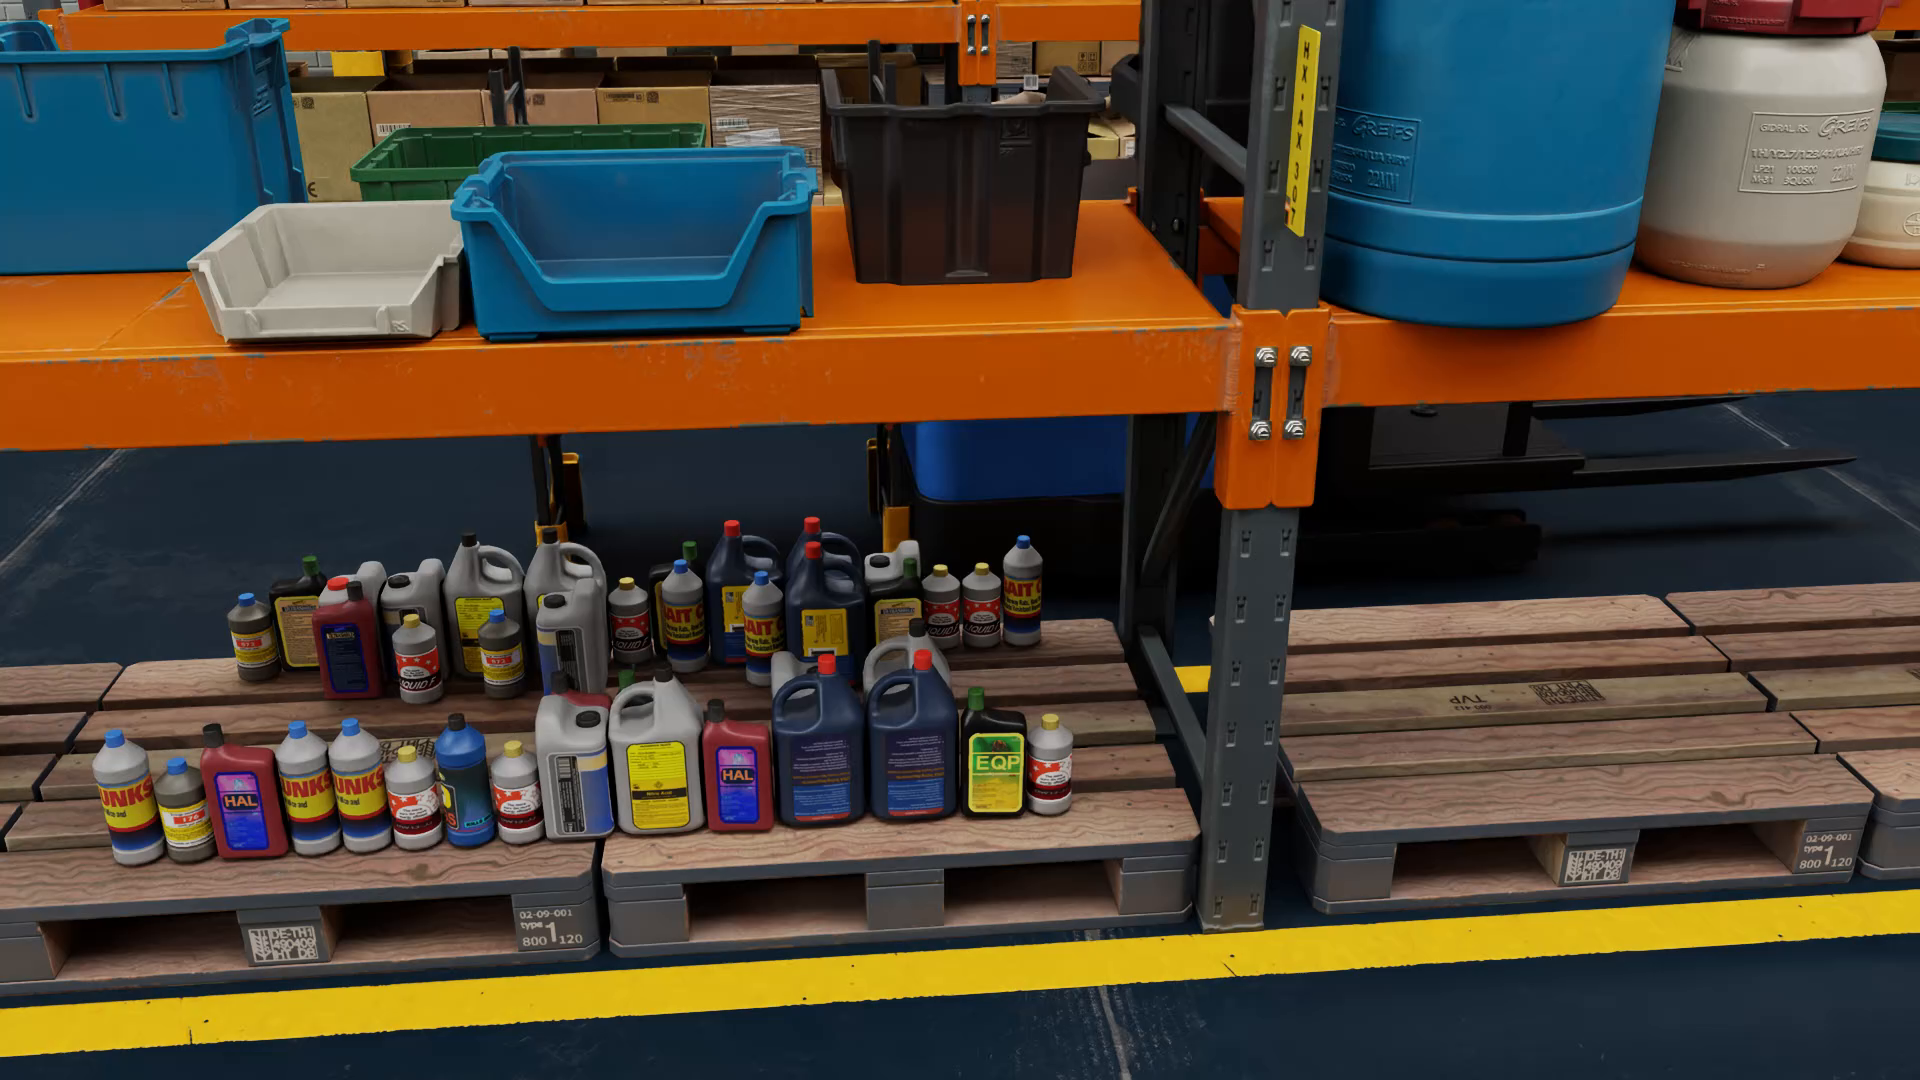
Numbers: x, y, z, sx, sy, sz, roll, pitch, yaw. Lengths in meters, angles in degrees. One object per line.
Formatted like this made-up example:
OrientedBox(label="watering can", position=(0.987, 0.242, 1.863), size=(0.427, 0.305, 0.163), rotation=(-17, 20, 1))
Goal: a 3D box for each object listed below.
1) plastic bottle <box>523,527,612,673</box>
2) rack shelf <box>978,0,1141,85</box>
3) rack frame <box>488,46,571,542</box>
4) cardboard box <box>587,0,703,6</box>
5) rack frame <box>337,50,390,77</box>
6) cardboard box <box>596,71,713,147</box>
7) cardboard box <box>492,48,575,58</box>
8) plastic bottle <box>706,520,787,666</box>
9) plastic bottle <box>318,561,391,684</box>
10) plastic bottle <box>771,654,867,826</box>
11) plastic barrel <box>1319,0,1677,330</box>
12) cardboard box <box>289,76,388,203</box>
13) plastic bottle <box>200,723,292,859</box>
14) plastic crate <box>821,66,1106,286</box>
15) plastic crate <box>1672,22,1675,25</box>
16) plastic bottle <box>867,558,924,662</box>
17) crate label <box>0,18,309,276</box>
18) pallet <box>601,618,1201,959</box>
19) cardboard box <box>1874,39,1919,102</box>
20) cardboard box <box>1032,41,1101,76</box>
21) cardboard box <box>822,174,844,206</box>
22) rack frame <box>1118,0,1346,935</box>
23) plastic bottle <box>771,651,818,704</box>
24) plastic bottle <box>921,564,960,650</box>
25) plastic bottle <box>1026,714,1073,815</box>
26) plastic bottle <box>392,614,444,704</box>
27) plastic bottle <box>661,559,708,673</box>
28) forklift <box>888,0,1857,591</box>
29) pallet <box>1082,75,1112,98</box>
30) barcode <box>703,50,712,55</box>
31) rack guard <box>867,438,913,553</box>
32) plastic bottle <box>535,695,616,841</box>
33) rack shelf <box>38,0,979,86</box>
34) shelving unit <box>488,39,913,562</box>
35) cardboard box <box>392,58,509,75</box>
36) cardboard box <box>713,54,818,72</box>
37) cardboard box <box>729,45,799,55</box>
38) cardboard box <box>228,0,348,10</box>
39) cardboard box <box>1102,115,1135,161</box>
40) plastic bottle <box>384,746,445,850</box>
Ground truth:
OrientedBox(label="plastic bottle", position=(-0.940, 0.136, 3.971), size=(0.185, 0.351, 0.144), rotation=(-2, 24, -6))
OrientedBox(label="rack shelf", position=(2.022, -2.516, 8.103), size=(4.000, 0.370, 1.077), rotation=(-2, 24, -5))
OrientedBox(label="rack frame", position=(-1.225, -0.611, 4.779), size=(0.032, 1.500, 0.500), rotation=(-3, 24, -7))
OrientedBox(label="cardboard box", position=(-1.433, -2.748, 7.617), size=(0.500, 0.500, 0.700), rotation=(-2, 24, -4))
OrientedBox(label="rack frame", position=(-4.439, -4.607, 11.923), size=(0.127, 3.000, 1.000), rotation=(-2, 24, -5))
OrientedBox(label="cardboard box", position=(-1.404, -1.900, 7.775), size=(0.500, 0.500, 0.500), rotation=(-2, 24, -5))
OrientedBox(label="cardboard box", position=(-3.175, -3.594, 12.411), size=(0.500, 0.311, 0.500), rotation=(0, 24, -1))
OrientedBox(label="plastic bottle", position=(-0.517, 0.119, 4.009), size=(0.185, 0.351, 0.144), rotation=(-3, 24, -7))
OrientedBox(label="plastic bottle", position=(-1.428, 0.191, 3.939), size=(0.135, 0.276, 0.152), rotation=(-2, 24, -5))
OrientedBox(label="plastic bottle", position=(-0.289, 0.397, 3.384), size=(0.185, 0.351, 0.144), rotation=(-3, 24, -8))
OrientedBox(label="plastic barrel", position=(0.929, -0.885, 2.930), size=(0.708, 0.901, 0.600), rotation=(-2, 24, -5))
OrientedBox(label="cardboard box", position=(-2.896, -1.836, 7.632), size=(0.500, 0.500, 0.500), rotation=(-2, 24, -5))
OrientedBox(label="plastic bottle", position=(-1.404, 0.489, 3.259), size=(0.133, 0.283, 0.061), rotation=(-2, 24, -4))
OrientedBox(label="plastic crate", position=(-0.019, -0.765, 3.354), size=(0.504, 0.338, 0.767), rotation=(-2, 24, -5))
OrientedBox(label="plastic crate", position=(1.582, -0.925, 3.658), size=(0.575, 0.384, 0.392), rotation=(-2, 24, -5))
OrientedBox(label="plastic bottle", position=(-0.153, 0.180, 3.955), size=(0.133, 0.283, 0.061), rotation=(-2, 24, -5))
OrientedBox(label="crate label", position=(-1.661, -0.802, 3.318), size=(0.616, 0.435, 0.502), rotation=(-2, 24, -5))
OrientedBox(label="pallet", position=(-0.158, 0.521, 3.817), size=(1.213, 0.211, 1.003), rotation=(-2, 24, -5))
OrientedBox(label="cardboard box", position=(4.976, -2.462, 8.709), size=(0.500, 0.250, 0.500), rotation=(-1, 24, -3))
OrientedBox(label="cardboard box", position=(0.781, -3.903, 12.874), size=(0.500, 0.500, 0.700), rotation=(-3, 24, -6))
OrientedBox(label="cardboard box", position=(-0.408, -1.594, 8.011), size=(0.500, 0.250, 0.500), rotation=(-2, 24, -5))
OrientedBox(label="rack frame", position=(0.515, -0.763, 3.273), size=(0.127, 3.000, 1.000), rotation=(-2, 24, -5))
OrientedBox(label="plastic bottle", position=(-0.328, 0.372, 3.532), size=(0.135, 0.276, 0.152), rotation=(-2, 24, -5))
OrientedBox(label="plastic bottle", position=(-0.048, 0.159, 4.104), size=(0.097, 0.201, 0.097), rotation=(0, 24, 0))
OrientedBox(label="plastic bottle", position=(0.185, 0.455, 3.436), size=(0.097, 0.201, 0.097), rotation=(0, 24, 0))
OrientedBox(label="plastic bottle", position=(-1.259, 0.269, 3.855), size=(0.097, 0.201, 0.097), rotation=(0, 24, 0))
OrientedBox(label="plastic bottle", position=(-0.660, 0.176, 3.978), size=(0.097, 0.271, 0.097), rotation=(0, 24, 0))
OrientedBox(label="forklift", position=(1.312, -1.446, 4.895), size=(3.031, 2.935, 1.130), rotation=(-3, 24, -7))
OrientedBox(label="pallet", position=(1.533, -3.575, 13.032), size=(1.213, 0.211, 1.003), rotation=(-2, 24, -5))
OrientedBox(label="barcode", position=(-1.937, -3.722, 12.763), size=(0.075, 0.075, 0.001), rotation=(-2, 24, -5))
OrientedBox(label="rack guard", position=(-0.219, -0.097, 5.161), size=(0.087, 0.250, 0.587), rotation=(-3, 24, -7))
OrientedBox(label="plastic bottle", position=(-0.772, 0.449, 3.360), size=(0.135, 0.276, 0.152), rotation=(-2, 24, -4))
OrientedBox(label="rack shelf", position=(-1.959, -2.356, 7.744), size=(4.000, 0.370, 1.077), rotation=(-2, 24, -5))
OrientedBox(label="shelving unit", position=(-0.713, -0.640, 4.844), size=(1.083, 1.500, 0.587), rotation=(-3, 24, -7))
OrientedBox(label="cardboard box", position=(-2.451, -2.071, 8.161), size=(0.500, 0.500, 0.500), rotation=(-2, 24, -5))
OrientedBox(label="cardboard box", position=(-0.957, -2.128, 8.290), size=(0.500, 0.500, 0.500), rotation=(-2, 24, -5))
OrientedBox(label="cardboard box", position=(-1.488, -3.768, 12.571), size=(0.500, 0.500, 0.500), rotation=(-4, 24, -9))
OrientedBox(label="cardboard box", position=(-2.961, -2.687, 7.480), size=(0.500, 0.500, 0.700), rotation=(-2, 24, -4))
OrientedBox(label="cardboard box", position=(0.966, -1.890, 7.988), size=(0.500, 0.311, 0.500), rotation=(-3, 24, -6))
OrientedBox(label="plastic bottle", position=(-1.092, 0.507, 3.321), size=(0.097, 0.201, 0.097), rotation=(0, 24, 0))
